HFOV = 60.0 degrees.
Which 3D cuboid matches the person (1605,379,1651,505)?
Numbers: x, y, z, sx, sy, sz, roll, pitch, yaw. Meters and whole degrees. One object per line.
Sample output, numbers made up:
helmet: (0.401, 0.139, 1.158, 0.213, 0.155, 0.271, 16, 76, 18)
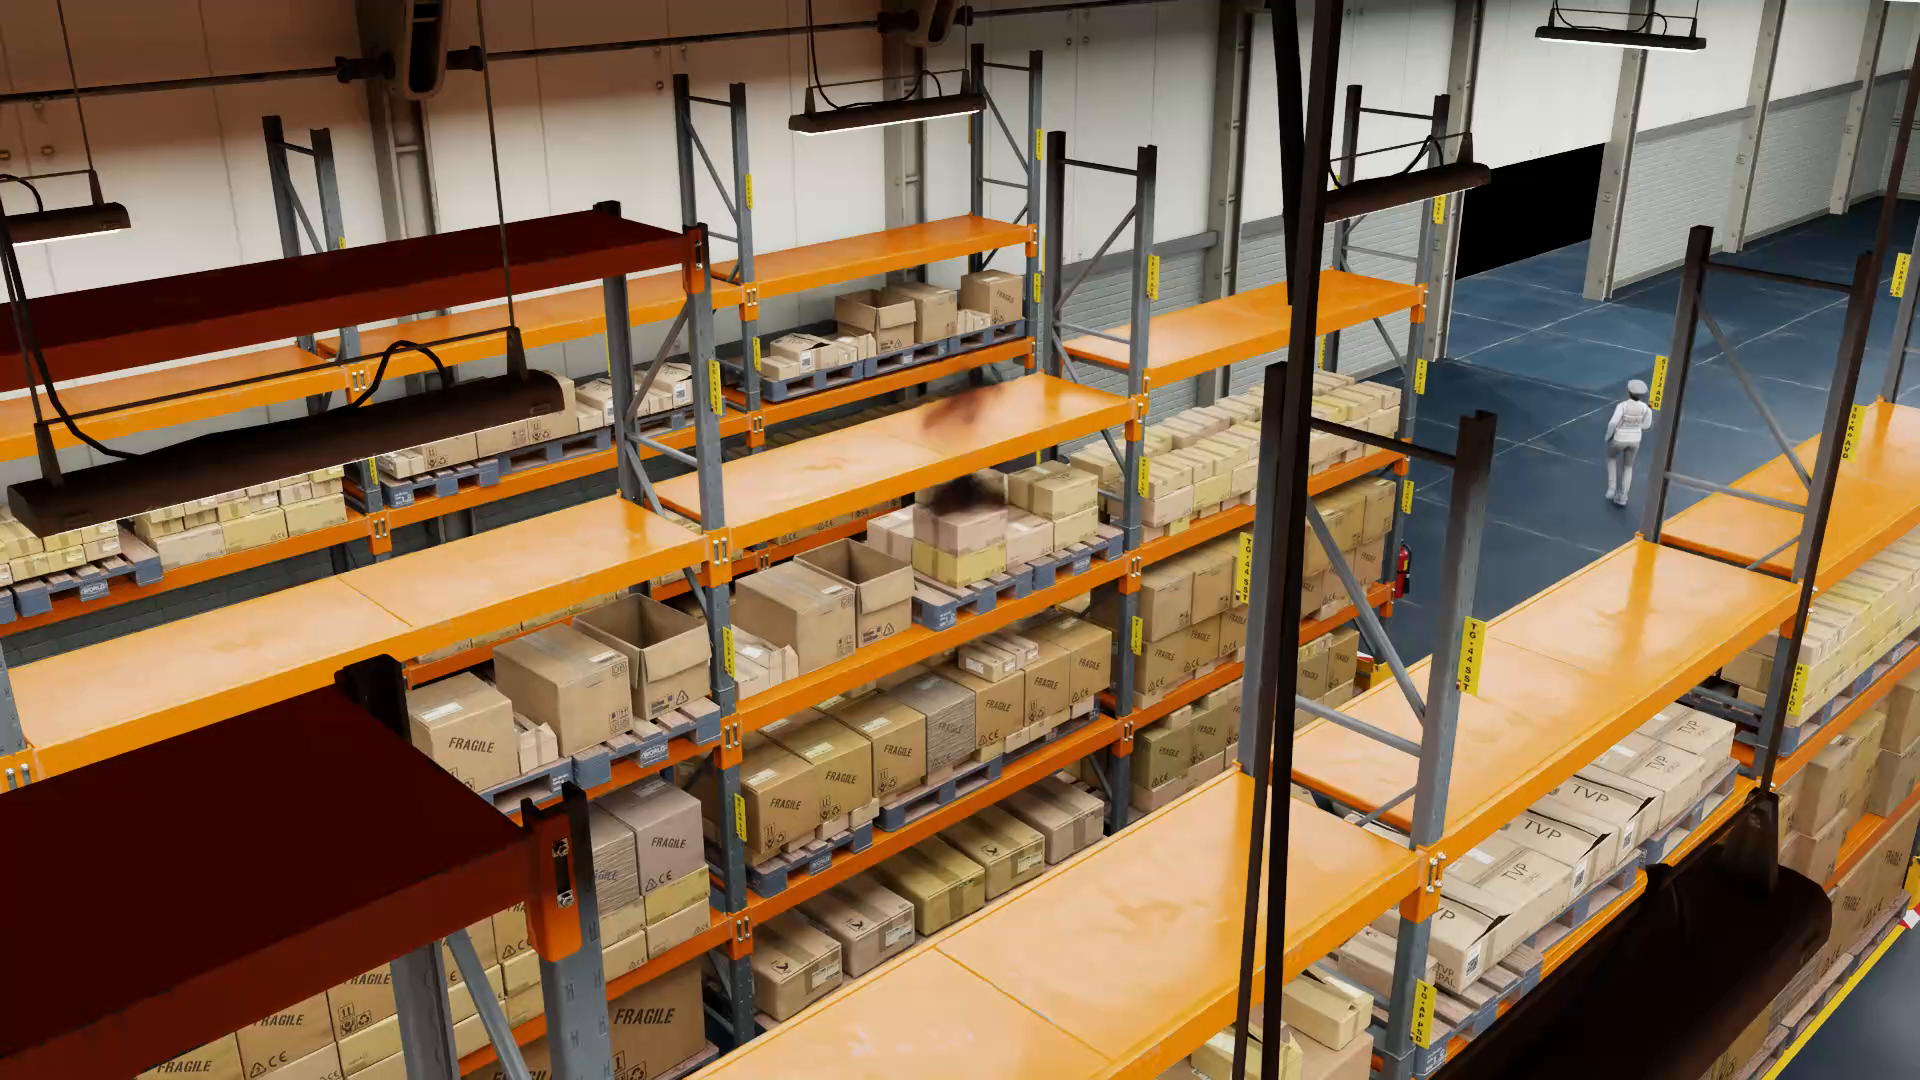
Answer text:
person: (8.714, -1.313, 21.822, 0.590, 1.660, 0.619, 3, 23, 7)
